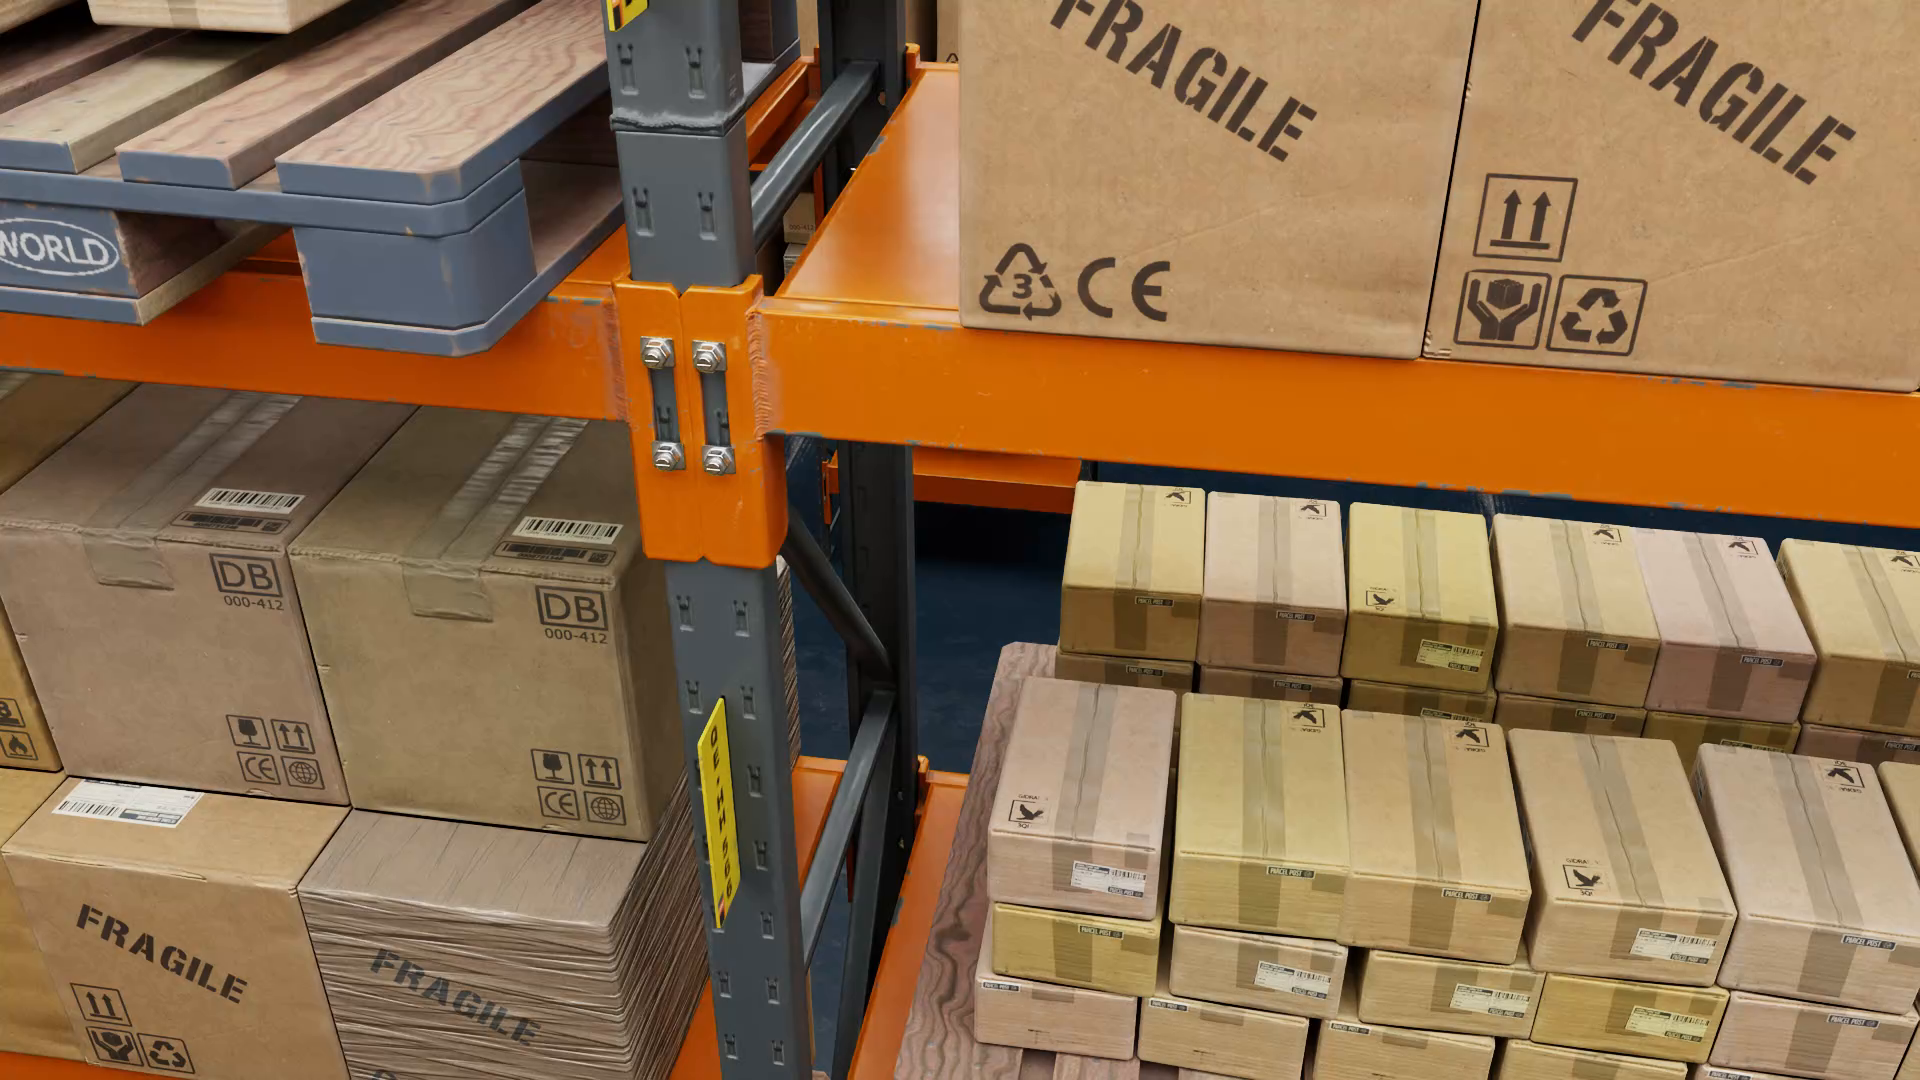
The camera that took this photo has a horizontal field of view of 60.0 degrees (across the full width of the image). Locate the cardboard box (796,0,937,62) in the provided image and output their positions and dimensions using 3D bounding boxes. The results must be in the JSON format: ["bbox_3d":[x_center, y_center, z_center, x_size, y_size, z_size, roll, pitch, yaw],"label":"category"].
[{"bbox_3d":[-0.405,-2.259,7.042,0.500,0.500,0.700,10,33,15],"label":"cardboard box"}]

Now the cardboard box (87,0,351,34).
[{"bbox_3d":[-0.860,-0.760,2.040,0.250,0.166,0.380,5,32,8],"label":"cardboard box"}]

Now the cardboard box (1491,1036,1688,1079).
[{"bbox_3d":[0.971,0.716,2.619,0.250,0.149,0.380,7,33,10],"label":"cardboard box"}]

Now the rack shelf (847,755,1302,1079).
[{"bbox_3d":[1.739,1.055,2.916,4.000,0.370,1.077,5,32,8],"label":"rack shelf"}]

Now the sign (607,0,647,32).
[{"bbox_3d":[-0.334,-0.663,1.593,0.005,0.325,0.100,5,32,8],"label":"sign"}]

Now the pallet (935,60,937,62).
[{"bbox_3d":[-0.421,-3.622,12.337,1.213,0.211,1.003,5,32,8],"label":"pallet"}]

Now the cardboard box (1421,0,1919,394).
[{"bbox_3d":[0.780,-0.511,1.819,0.500,0.500,0.500,5,32,8],"label":"cardboard box"}]

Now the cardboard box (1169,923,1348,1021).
[{"bbox_3d":[0.478,0.545,2.613,0.250,0.149,0.380,7,33,11],"label":"cardboard box"}]

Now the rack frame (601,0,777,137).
[{"bbox_3d":[-0.232,-1.972,1.418,0.127,3.000,1.000,5,32,8],"label":"rack frame"}]

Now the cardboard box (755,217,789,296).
[{"bbox_3d":[-1.071,-1.280,7.909,0.500,0.500,0.700,8,33,12],"label":"cardboard box"}]

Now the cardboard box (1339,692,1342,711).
[{"bbox_3d":[0.829,0.349,3.206,0.250,0.149,0.380,6,32,9],"label":"cardboard box"}]

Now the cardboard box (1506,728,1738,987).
[{"bbox_3d":[0.958,0.461,2.467,0.250,0.149,0.380,4,32,6],"label":"cardboard box"}]

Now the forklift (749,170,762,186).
[{"bbox_3d":[-0.968,-2.975,8.741,3.031,2.935,1.130,5,32,9],"label":"forklift"}]

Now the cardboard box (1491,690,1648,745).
[{"bbox_3d":[1.101,0.247,3.088,0.250,0.149,0.380,5,32,8],"label":"cardboard box"}]

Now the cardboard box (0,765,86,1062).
[{"bbox_3d":[-1.706,0.539,2.967,0.500,0.500,0.500,5,32,7],"label":"cardboard box"}]

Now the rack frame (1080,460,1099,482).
[{"bbox_3d":[0.508,-0.431,6.378,0.032,1.125,0.500,5,32,8],"label":"rack frame"}]

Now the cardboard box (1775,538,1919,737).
[{"bbox_3d":[1.602,0.168,2.934,0.250,0.149,0.380,7,33,11],"label":"cardboard box"}]

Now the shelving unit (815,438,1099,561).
[{"bbox_3d":[0.007,-0.476,6.451,1.048,1.125,0.538,5,32,8],"label":"shelving unit"}]

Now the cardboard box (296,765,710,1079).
[{"bbox_3d":[-0.722,0.629,2.823,0.500,0.500,0.500,5,32,8],"label":"cardboard box"}]

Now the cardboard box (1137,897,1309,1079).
[{"bbox_3d":[0.439,0.669,2.694,0.250,0.149,0.380,7,33,11],"label":"cardboard box"}]

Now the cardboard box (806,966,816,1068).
[{"bbox_3d":[-0.818,1.246,3.658,0.750,0.750,1.050,5,32,8],"label":"cardboard box"}]

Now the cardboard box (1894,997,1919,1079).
[{"bbox_3d":[1.480,0.636,2.467,0.250,0.149,0.380,5,32,8],"label":"cardboard box"}]

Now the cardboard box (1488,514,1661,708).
[{"bbox_3d":[1.097,0.120,3.011,0.250,0.149,0.380,6,33,10],"label":"cardboard box"}]

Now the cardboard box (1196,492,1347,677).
[{"bbox_3d":[0.575,0.075,3.083,0.250,0.149,0.380,5,32,8],"label":"cardboard box"}]

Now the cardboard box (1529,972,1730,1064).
[{"bbox_3d":[0.990,0.589,2.542,0.250,0.149,0.380,5,32,8],"label":"cardboard box"}]

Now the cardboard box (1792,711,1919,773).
[{"bbox_3d":[1.603,0.294,3.014,0.250,0.149,0.380,6,33,9],"label":"cardboard box"}]

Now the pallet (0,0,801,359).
[{"bbox_3d":[-0.876,-0.650,2.312,1.003,0.211,1.213,7,33,10],"label":"pallet"}]

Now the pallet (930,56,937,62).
[{"bbox_3d":[-0.019,-1.940,7.204,1.003,0.211,1.213,5,32,8],"label":"pallet"}]

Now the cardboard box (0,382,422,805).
[{"bbox_3d":[-1.172,0.015,2.862,0.500,0.500,0.700,5,32,8],"label":"cardboard box"}]

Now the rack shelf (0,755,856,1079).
[{"bbox_3d":[-2.204,0.698,3.486,4.000,0.370,1.077,5,32,8],"label":"rack shelf"}]

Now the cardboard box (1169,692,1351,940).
[{"bbox_3d":[0.456,0.413,2.544,0.250,0.149,0.380,4,32,7],"label":"cardboard box"}]

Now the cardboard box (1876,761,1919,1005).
[{"bbox_3d":[1.486,0.507,2.394,0.250,0.149,0.380,6,33,10],"label":"cardboard box"}]

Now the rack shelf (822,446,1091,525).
[{"bbox_3d":[0.007,-0.269,6.580,1.000,0.278,0.538,5,32,8],"label":"rack shelf"}]

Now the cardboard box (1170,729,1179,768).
[{"bbox_3d":[0.331,0.303,3.279,0.250,0.149,0.380,6,32,9],"label":"cardboard box"}]

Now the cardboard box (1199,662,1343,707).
[{"bbox_3d":[0.594,0.203,3.160,0.250,0.149,0.380,6,33,10],"label":"cardboard box"}]
